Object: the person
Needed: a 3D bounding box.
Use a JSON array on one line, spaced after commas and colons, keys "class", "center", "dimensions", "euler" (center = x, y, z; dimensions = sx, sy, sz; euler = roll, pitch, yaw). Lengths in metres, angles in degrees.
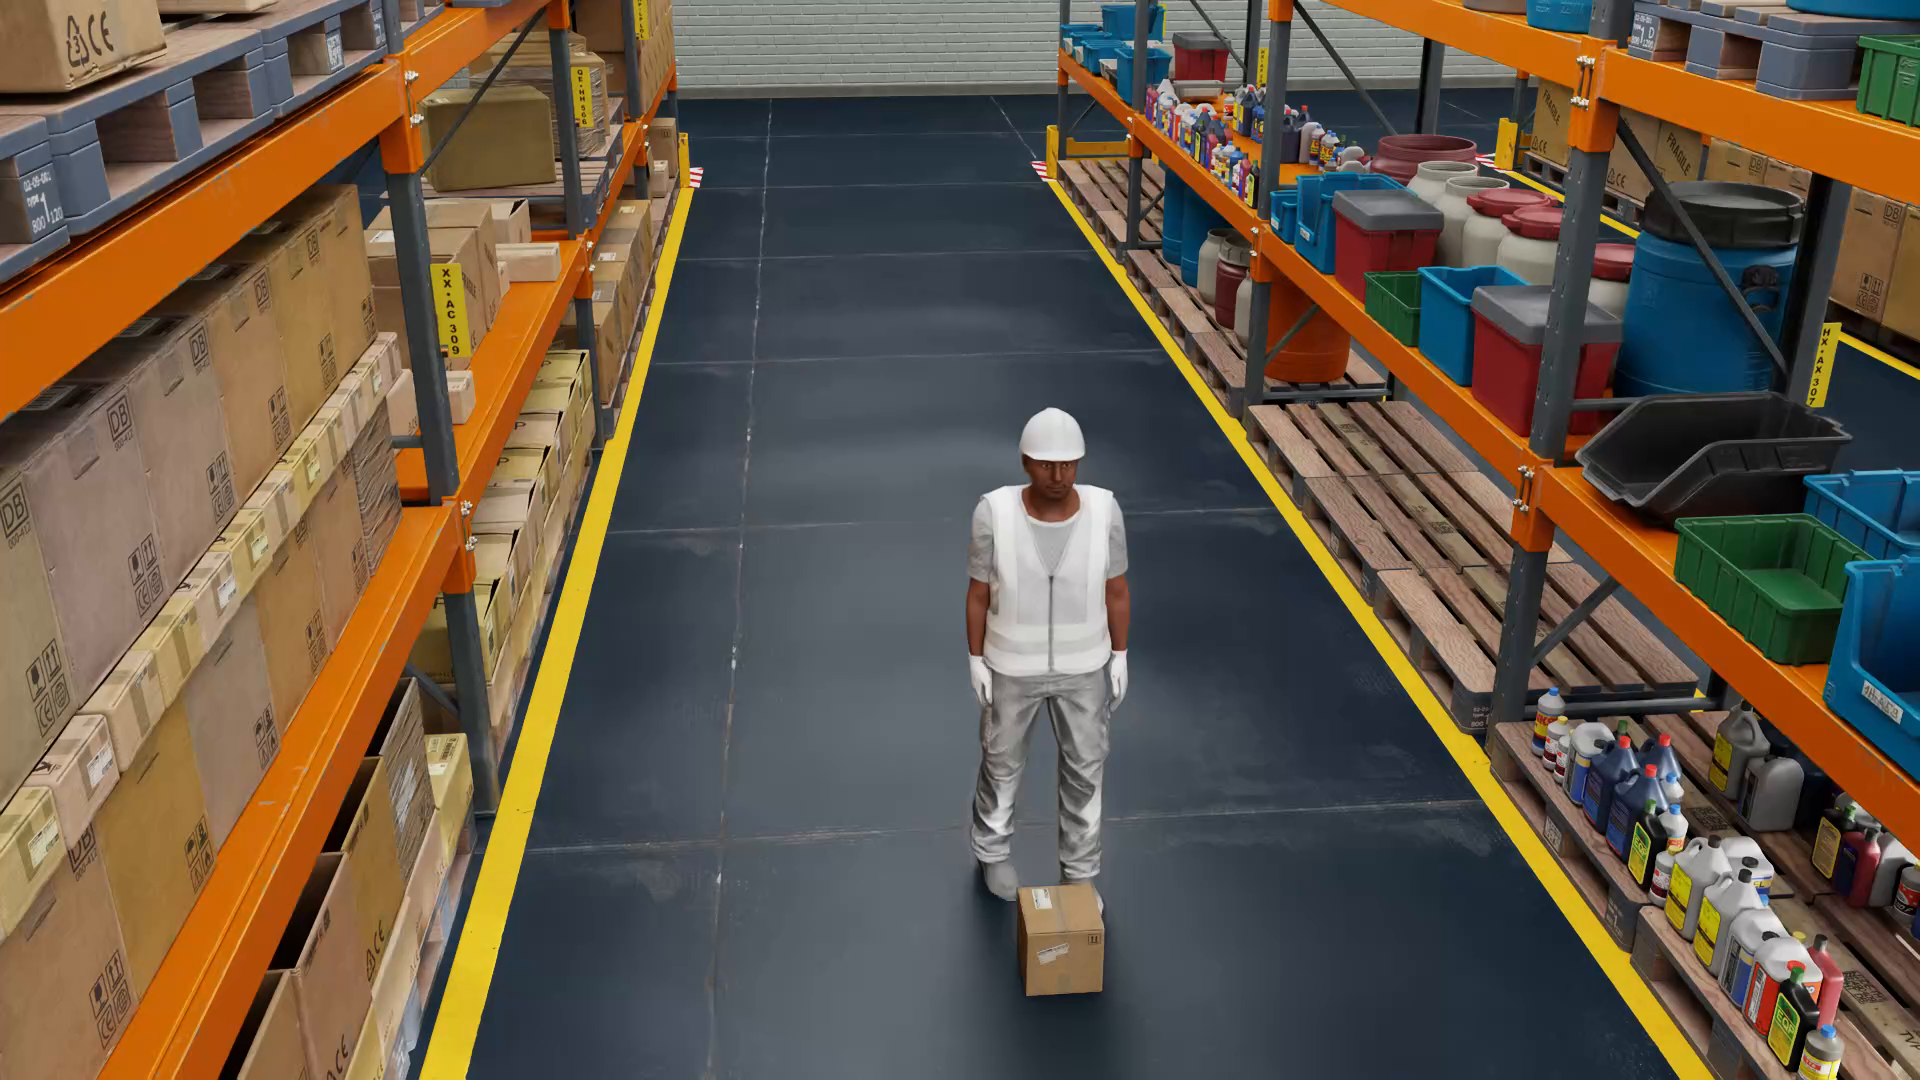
[{"class": "person", "center": [0.300, 0.441, 5.590], "dimensions": [0.555, 1.810, 0.459], "euler": [-2, 24, -4]}]
